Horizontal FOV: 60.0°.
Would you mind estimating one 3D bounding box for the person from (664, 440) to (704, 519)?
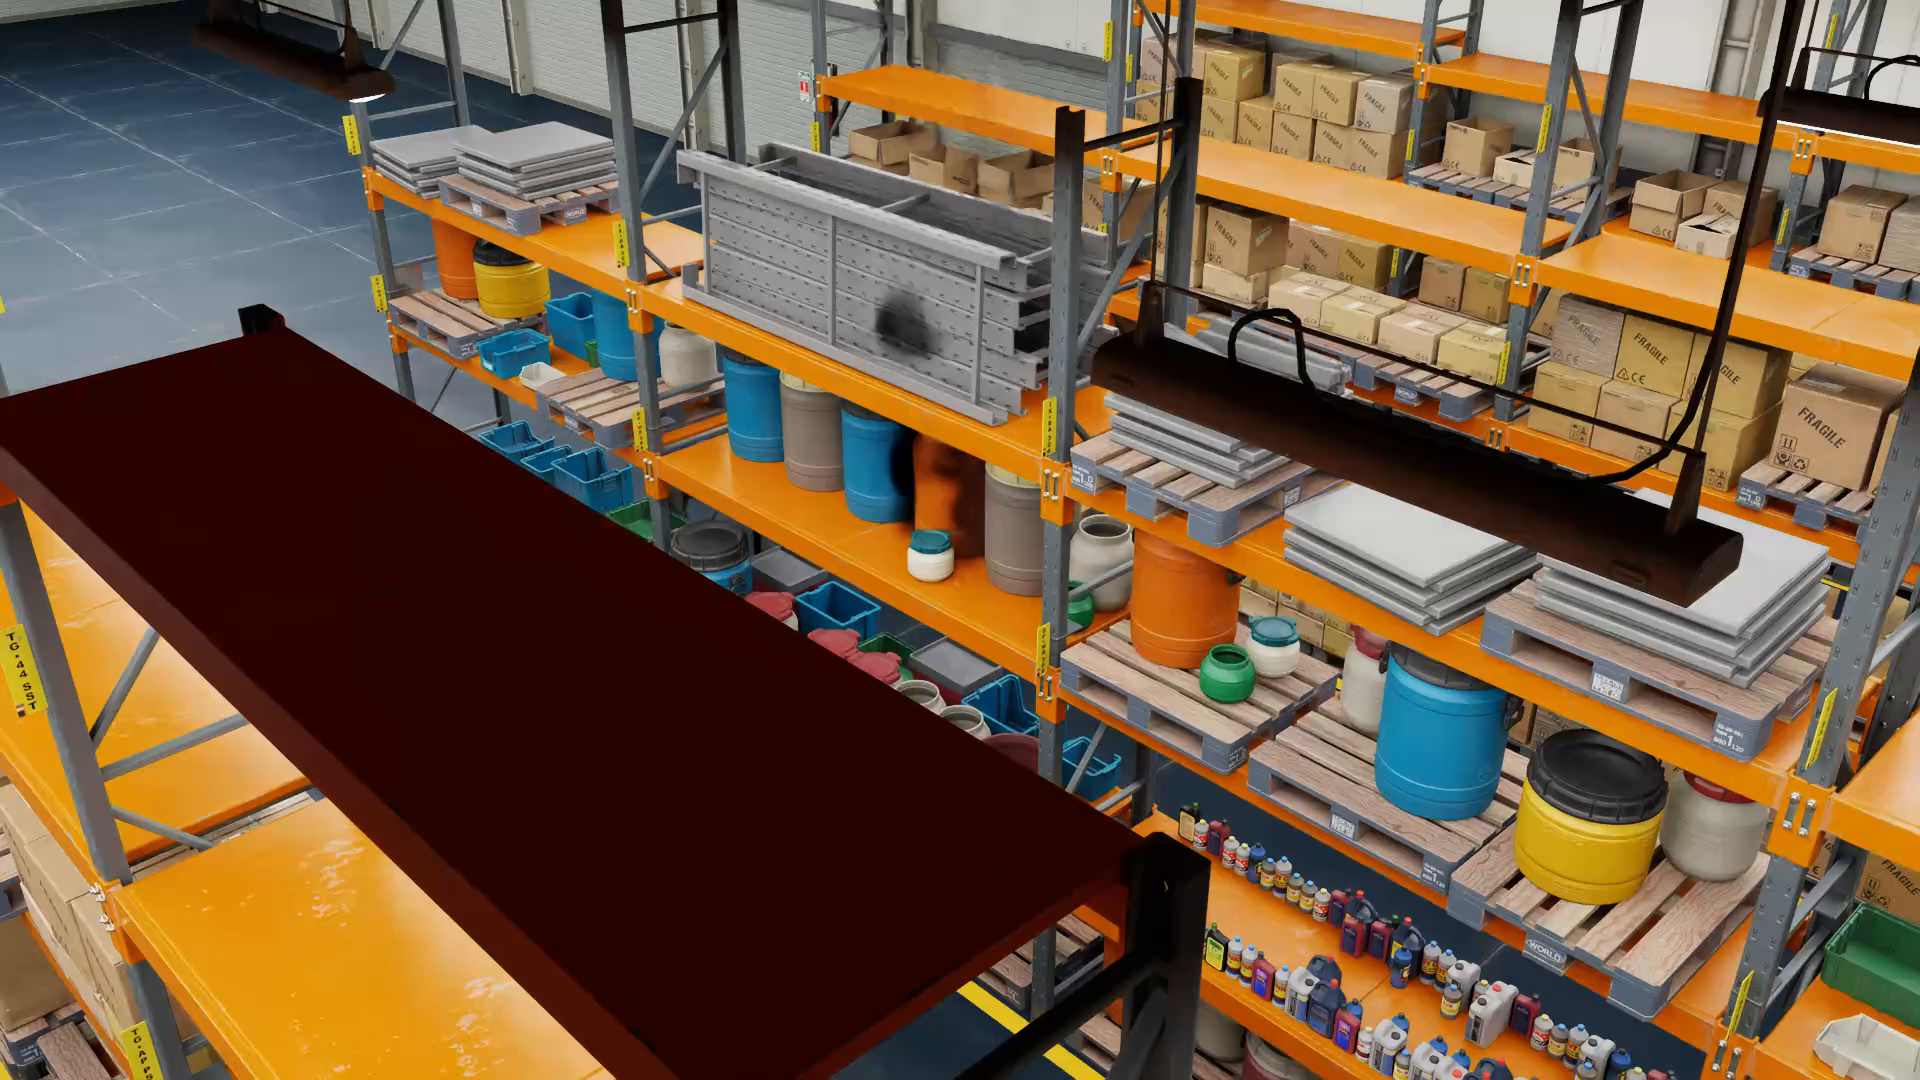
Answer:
[{"bbox_3d":[-2.720,-0.523,16.049,0.572,1.646,0.926,-22,35,-35],"label":"person"}]
